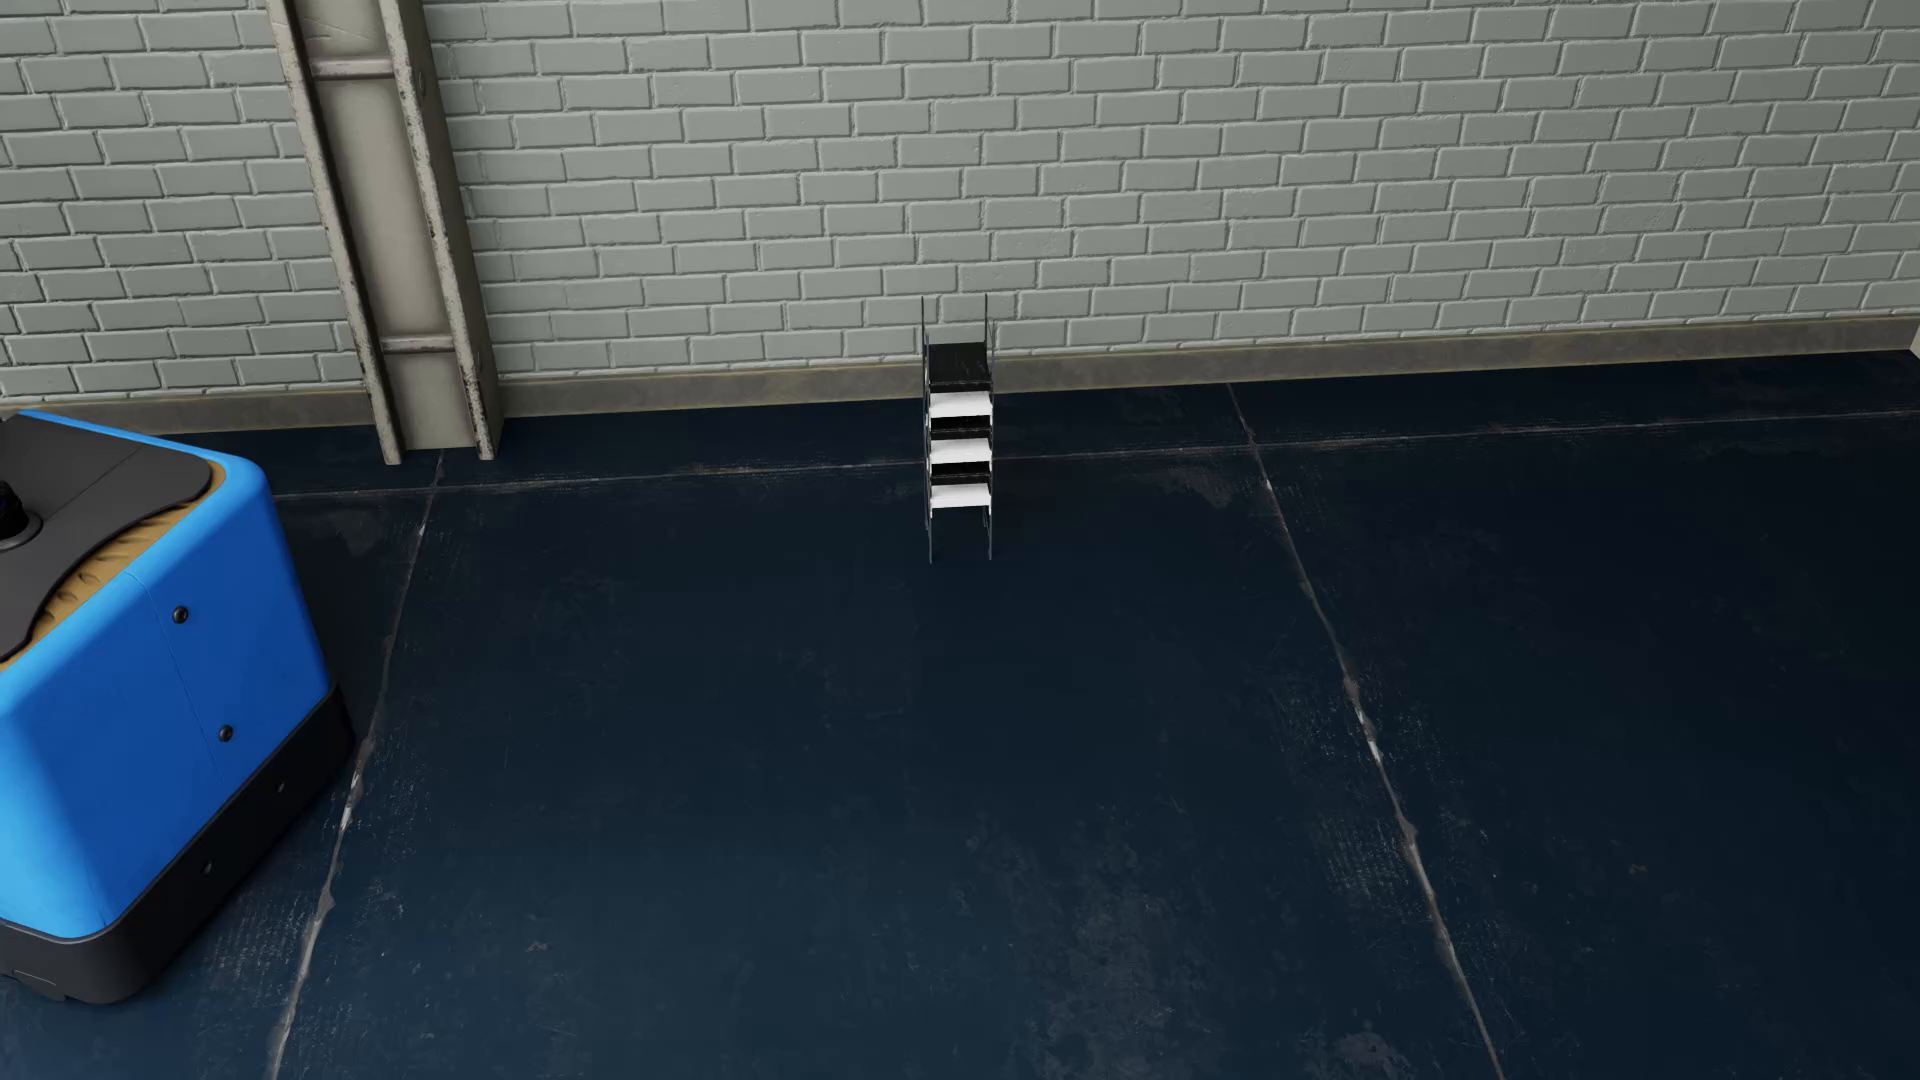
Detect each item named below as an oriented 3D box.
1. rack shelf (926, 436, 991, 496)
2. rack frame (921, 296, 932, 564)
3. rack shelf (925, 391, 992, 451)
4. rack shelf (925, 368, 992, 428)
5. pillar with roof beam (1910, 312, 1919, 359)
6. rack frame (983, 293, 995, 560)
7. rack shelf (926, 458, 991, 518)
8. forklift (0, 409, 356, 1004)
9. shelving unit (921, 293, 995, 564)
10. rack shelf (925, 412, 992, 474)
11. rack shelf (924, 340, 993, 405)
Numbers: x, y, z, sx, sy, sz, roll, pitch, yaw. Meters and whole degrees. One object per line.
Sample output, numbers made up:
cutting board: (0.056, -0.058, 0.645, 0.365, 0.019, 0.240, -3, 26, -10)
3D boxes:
rack shelf: (-0.008, -0.256, 5.547, 0.200, 0.077, 0.258, -3, 38, -4)
rack frame: (-0.109, -0.347, 5.464, 0.006, 0.900, 0.240, -3, 38, -4)
rack shelf: (-0.008, -0.397, 5.436, 0.200, 0.077, 0.258, -3, 38, -4)
rack shelf: (-0.008, -0.468, 5.380, 0.200, 0.077, 0.258, -3, 38, -4)
pillar with roof beam: (4.433, -1.588, 0.498, 0.400, 9.000, 9.100, -3, 38, -4)
rack frame: (0.093, -0.358, 5.478, 0.006, 0.900, 0.240, -3, 38, -4)
rack shelf: (-0.008, -0.185, 5.603, 0.200, 0.077, 0.258, -3, 38, -4)
forklift: (-3.346, -0.529, 4.054, 3.031, 2.935, 1.130, 12, 40, 15)
shelving unit: (-0.008, -0.353, 5.471, 0.210, 0.900, 0.258, -3, 38, -4)
rack shelf: (-0.008, -0.327, 5.491, 0.200, 0.077, 0.258, -3, 38, -4)
rack shelf: (-0.008, -0.539, 5.324, 0.200, 0.077, 0.258, -3, 38, -4)
